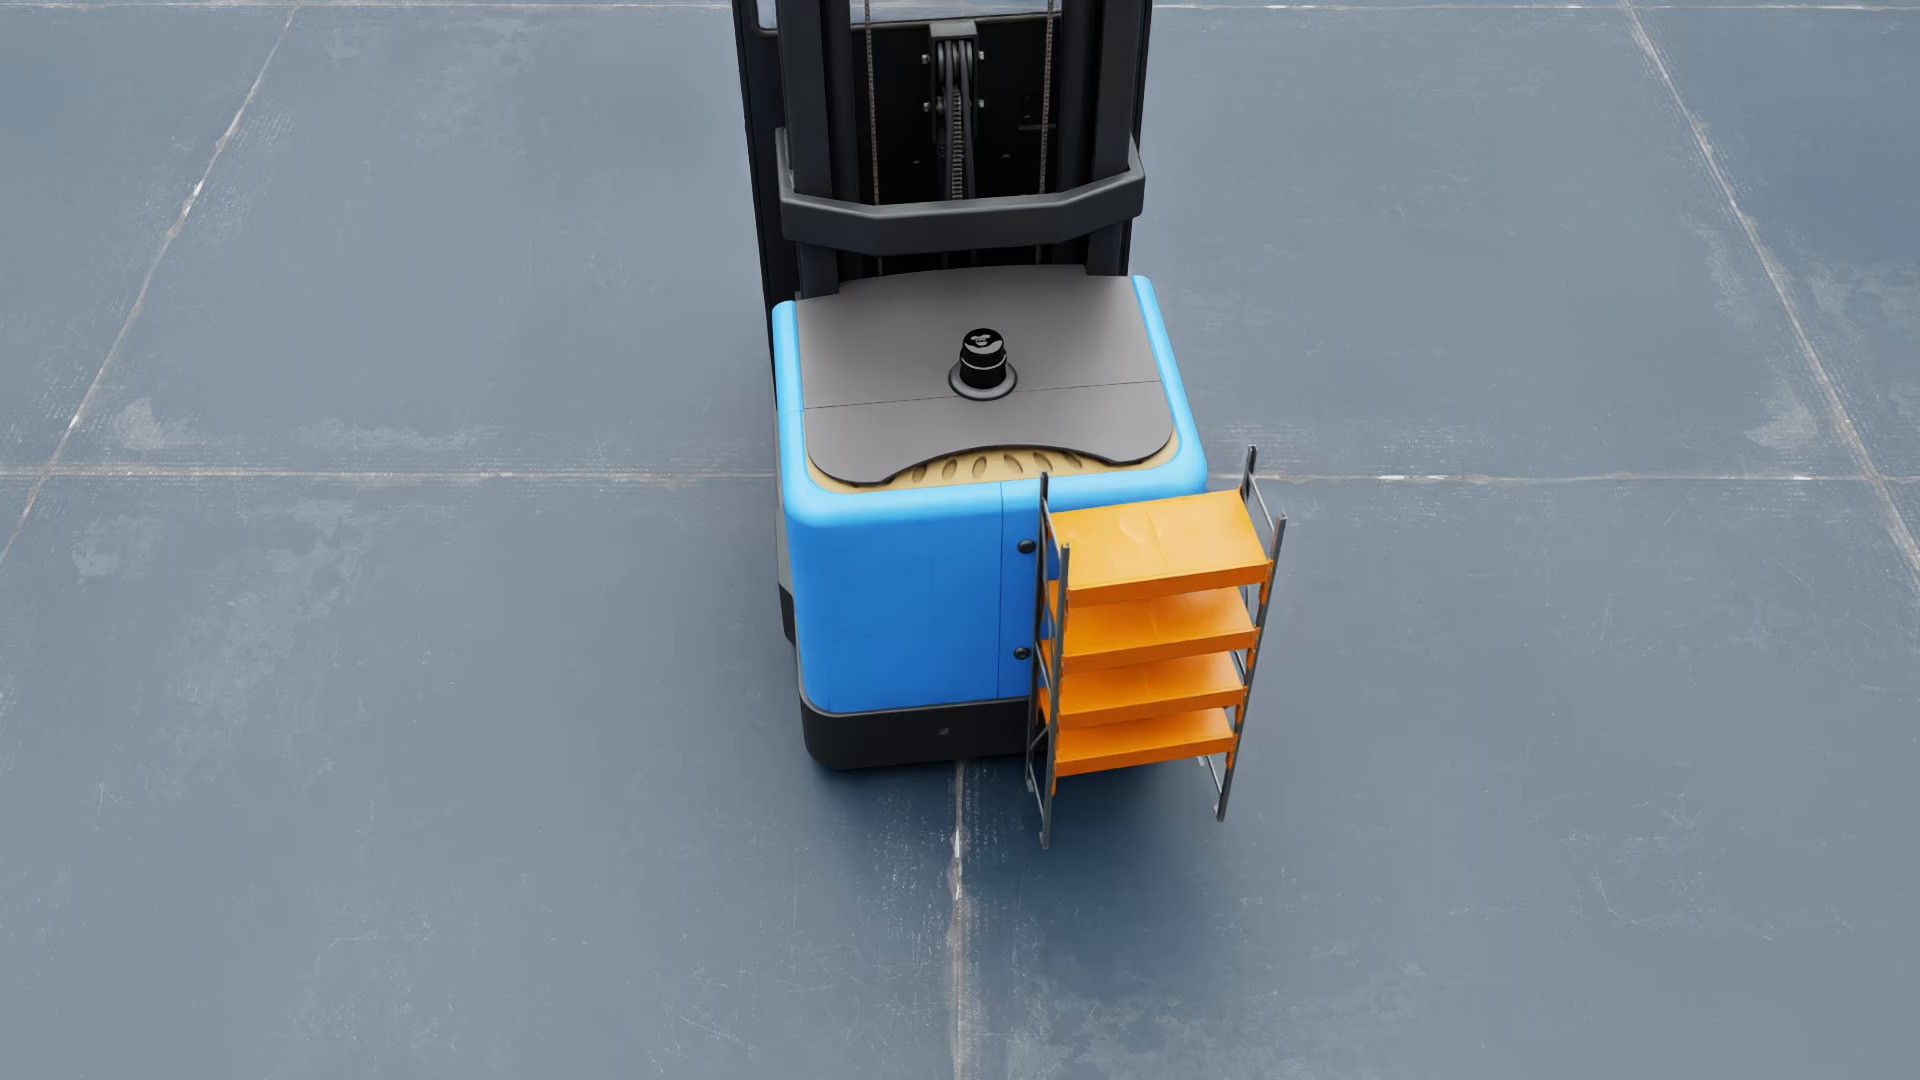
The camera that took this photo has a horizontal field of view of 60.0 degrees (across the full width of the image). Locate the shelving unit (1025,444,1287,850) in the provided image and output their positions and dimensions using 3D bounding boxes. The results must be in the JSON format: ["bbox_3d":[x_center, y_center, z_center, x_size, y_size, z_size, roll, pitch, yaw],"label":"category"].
[{"bbox_3d":[0.450,0.307,4.144,0.503,1.200,0.258,-7,48,-7],"label":"shelving unit"}]

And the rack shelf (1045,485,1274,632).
[{"bbox_3d":[0.450,0.040,3.856,0.480,0.148,0.258,-7,48,-7],"label":"rack shelf"}]

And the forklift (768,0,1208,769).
[{"bbox_3d":[-0.010,-1.037,4.257,1.129,2.867,1.939,-5,47,-5],"label":"forklift"}]

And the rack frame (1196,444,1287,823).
[{"bbox_3d":[0.691,0.276,4.174,0.015,1.200,0.240,-7,48,-7],"label":"rack frame"}]

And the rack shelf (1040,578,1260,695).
[{"bbox_3d":[0.450,0.201,4.030,0.480,0.148,0.258,-7,48,-7],"label":"rack shelf"}]

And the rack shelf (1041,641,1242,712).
[{"bbox_3d":[0.450,0.326,4.165,0.457,0.050,0.221,-7,48,-7],"label":"rack shelf"}]

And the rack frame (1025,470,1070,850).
[{"bbox_3d":[0.210,0.338,4.115,0.015,1.200,0.240,-7,48,-7],"label":"rack frame"}]

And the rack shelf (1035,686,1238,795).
[{"bbox_3d":[0.450,0.488,4.339,0.480,0.148,0.258,-7,48,-7],"label":"rack shelf"}]
